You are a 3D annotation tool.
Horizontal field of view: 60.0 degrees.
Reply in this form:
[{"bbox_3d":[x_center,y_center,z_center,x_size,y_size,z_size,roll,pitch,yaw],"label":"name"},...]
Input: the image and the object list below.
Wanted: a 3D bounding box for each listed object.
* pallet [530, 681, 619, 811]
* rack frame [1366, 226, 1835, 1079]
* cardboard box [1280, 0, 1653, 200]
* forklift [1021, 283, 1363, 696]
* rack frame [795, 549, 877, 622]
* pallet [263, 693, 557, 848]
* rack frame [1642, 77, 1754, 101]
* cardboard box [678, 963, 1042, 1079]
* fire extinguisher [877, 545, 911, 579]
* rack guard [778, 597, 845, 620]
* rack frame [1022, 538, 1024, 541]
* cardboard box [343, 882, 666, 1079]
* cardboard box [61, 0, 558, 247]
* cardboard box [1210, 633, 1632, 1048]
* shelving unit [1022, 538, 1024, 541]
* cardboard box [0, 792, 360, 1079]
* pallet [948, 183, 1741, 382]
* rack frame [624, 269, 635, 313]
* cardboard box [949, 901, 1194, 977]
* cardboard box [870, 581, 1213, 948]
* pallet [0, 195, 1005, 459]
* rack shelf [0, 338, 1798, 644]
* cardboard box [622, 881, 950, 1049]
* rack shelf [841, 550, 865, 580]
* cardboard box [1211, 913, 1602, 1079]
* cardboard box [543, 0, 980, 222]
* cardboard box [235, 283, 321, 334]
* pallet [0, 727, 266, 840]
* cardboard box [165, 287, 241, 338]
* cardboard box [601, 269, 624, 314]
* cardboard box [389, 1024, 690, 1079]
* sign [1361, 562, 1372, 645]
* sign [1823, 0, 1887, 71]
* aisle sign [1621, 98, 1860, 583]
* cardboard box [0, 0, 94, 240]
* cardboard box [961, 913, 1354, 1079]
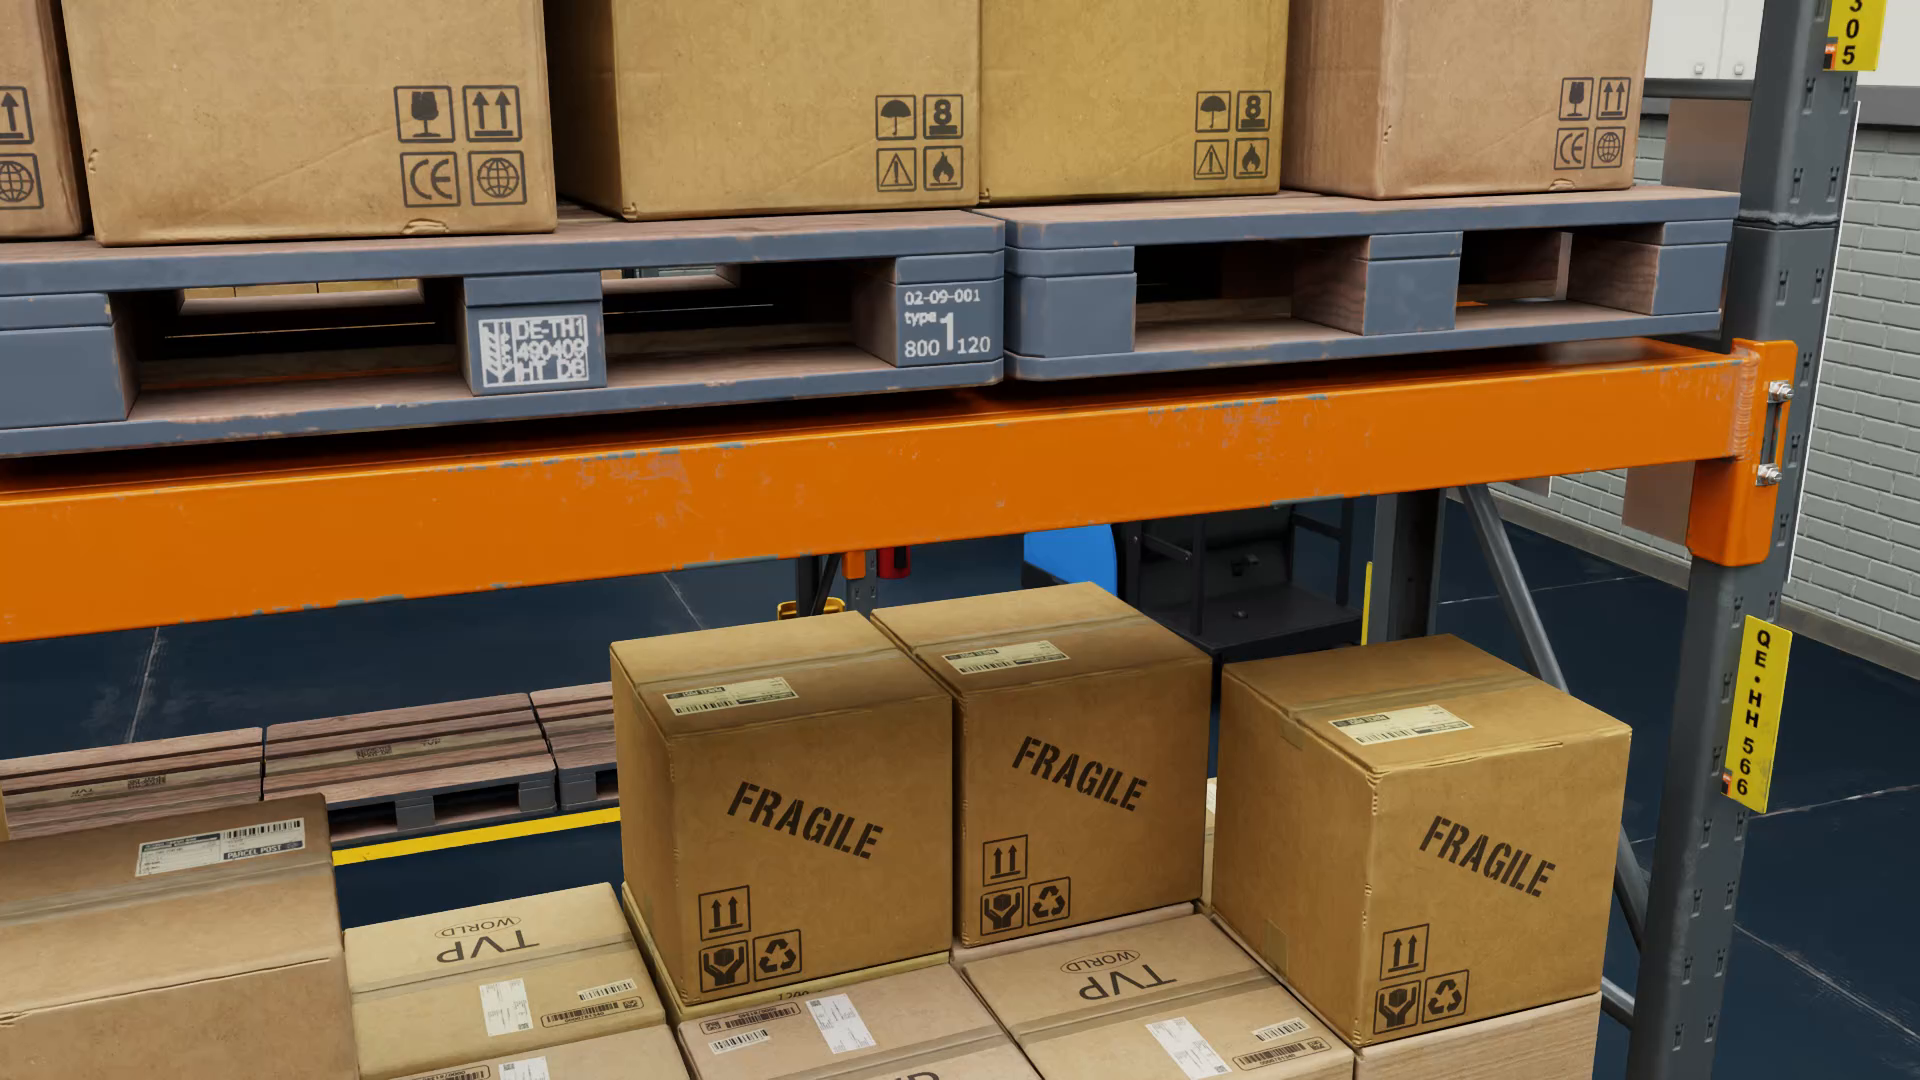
[{"bbox_3d":[-1.400,0.926,8.069,1.213,0.211,1.003,-6,17,-20],"label":"pallet"},{"bbox_3d":[1.156,0.819,3.487,0.127,3.000,1.000,-6,17,-20],"label":"rack frame"},{"bbox_3d":[0.690,-0.852,2.751,0.500,0.500,0.700,-7,18,-23],"label":"cardboard box"},{"bbox_3d":[1.527,-0.702,8.785,1.130,2.935,3.031,-9,19,-28],"label":"forklift"},{"bbox_3d":[-0.616,-0.485,7.925,0.127,3.000,1.000,-6,17,-20],"label":"rack frame"},{"bbox_3d":[-2.538,1.048,7.654,1.213,0.211,1.003,-6,17,-20],"label":"pallet"},{"bbox_3d":[1.157,-2.059,2.639,0.053,2.616,0.949,-6,17,-20],"label":"rack frame"},{"bbox_3d":[-0.151,0.969,2.714,0.500,0.250,0.500,-7,18,-22],"label":"cardboard box"},{"bbox_3d":[-0.313,-0.164,7.633,0.183,0.674,0.296,-6,17,-20],"label":"fire extinguisher"},{"bbox_3d":[-0.599,0.709,8.297,0.348,0.500,1.175,-6,17,-20],"label":"rack guard"},{"bbox_3d":[0.395,-0.762,11.532,0.032,1.500,0.500,-6,17,-20],"label":"rack frame"},{"bbox_3d":[-0.828,0.883,3.006,0.500,0.250,0.500,-7,18,-21],"label":"cardboard box"},{"bbox_3d":[-0.827,-0.678,2.159,0.500,0.500,0.700,-5,17,-18],"label":"cardboard box"},{"bbox_3d":[0.795,0.506,2.958,0.500,0.500,0.500,-6,17,-19],"label":"cardboard box"},{"bbox_3d":[-0.080,-0.711,11.358,1.048,1.500,0.538,-6,17,-20],"label":"shelving unit"},{"bbox_3d":[-1.094,0.709,2.268,0.500,0.500,0.500,-7,18,-22],"label":"cardboard box"},{"bbox_3d":[0.467,-0.501,2.813,1.213,0.211,1.003,-6,17,-20],"label":"pallet"},{"bbox_3d":[-2.387,-1.789,12.367,0.053,2.616,0.949,-6,17,-20],"label":"rack frame"},{"bbox_3d":[0.128,0.779,3.359,0.500,0.250,0.500,-6,18,-21],"label":"cardboard box"},{"bbox_3d":[0.144,0.416,3.266,0.500,0.500,0.500,-7,18,-21],"label":"cardboard box"},{"bbox_3d":[-0.674,-0.377,2.391,1.213,0.211,1.003,-6,17,-20],"label":"pallet"},{"bbox_3d":[-0.712,-0.074,2.479,4.000,0.370,1.077,-6,17,-20],"label":"rack shelf"},{"bbox_3d":[-0.342,0.829,3.190,0.500,0.250,0.500,-7,18,-22],"label":"cardboard box"},{"bbox_3d":[-2.484,0.062,7.340,4.000,0.370,1.077,-6,17,-20],"label":"rack shelf"},{"bbox_3d":[0.798,0.866,3.062,0.500,0.250,0.500,-6,18,-21],"label":"cardboard box"},{"bbox_3d":[-0.345,-0.762,2.445,0.500,0.500,0.700,-7,18,-24],"label":"cardboard box"},{"bbox_3d":[-4.602,-1.515,11.256,0.500,0.500,0.500,-6,17,-20],"label":"cardboard box"},{"bbox_3d":[-3.679,1.172,7.232,1.213,0.211,1.003,-6,17,-20],"label":"pallet"},{"bbox_3d":[-3.982,-1.663,11.761,3.026,0.500,1.079,-6,17,-19],"label":"cardboard box"},{"bbox_3d":[-2.706,-1.719,11.952,0.500,0.500,0.500,-6,17,-18],"label":"cardboard box"},{"bbox_3d":[-0.636,1.022,2.531,0.500,0.250,0.500,-6,17,-20],"label":"cardboard box"},{"bbox_3d":[0.963,0.219,3.853,0.005,0.325,0.100,-6,17,-20],"label":"sign"},{"bbox_3d":[1.337,-0.863,2.460,0.005,0.325,0.100,-6,17,-20],"label":"sign"},{"bbox_3d":[1.330,-0.357,2.877,0.004,0.787,0.394,-6,17,-20],"label":"aisle sign"},{"bbox_3d":[-1.366,-0.663,2.107,0.500,0.500,0.700,-5,17,-17],"label":"cardboard box"},{"bbox_3d":[0.324,0.917,2.889,0.500,0.250,0.500,-6,18,-21],"label":"cardboard box"}]
